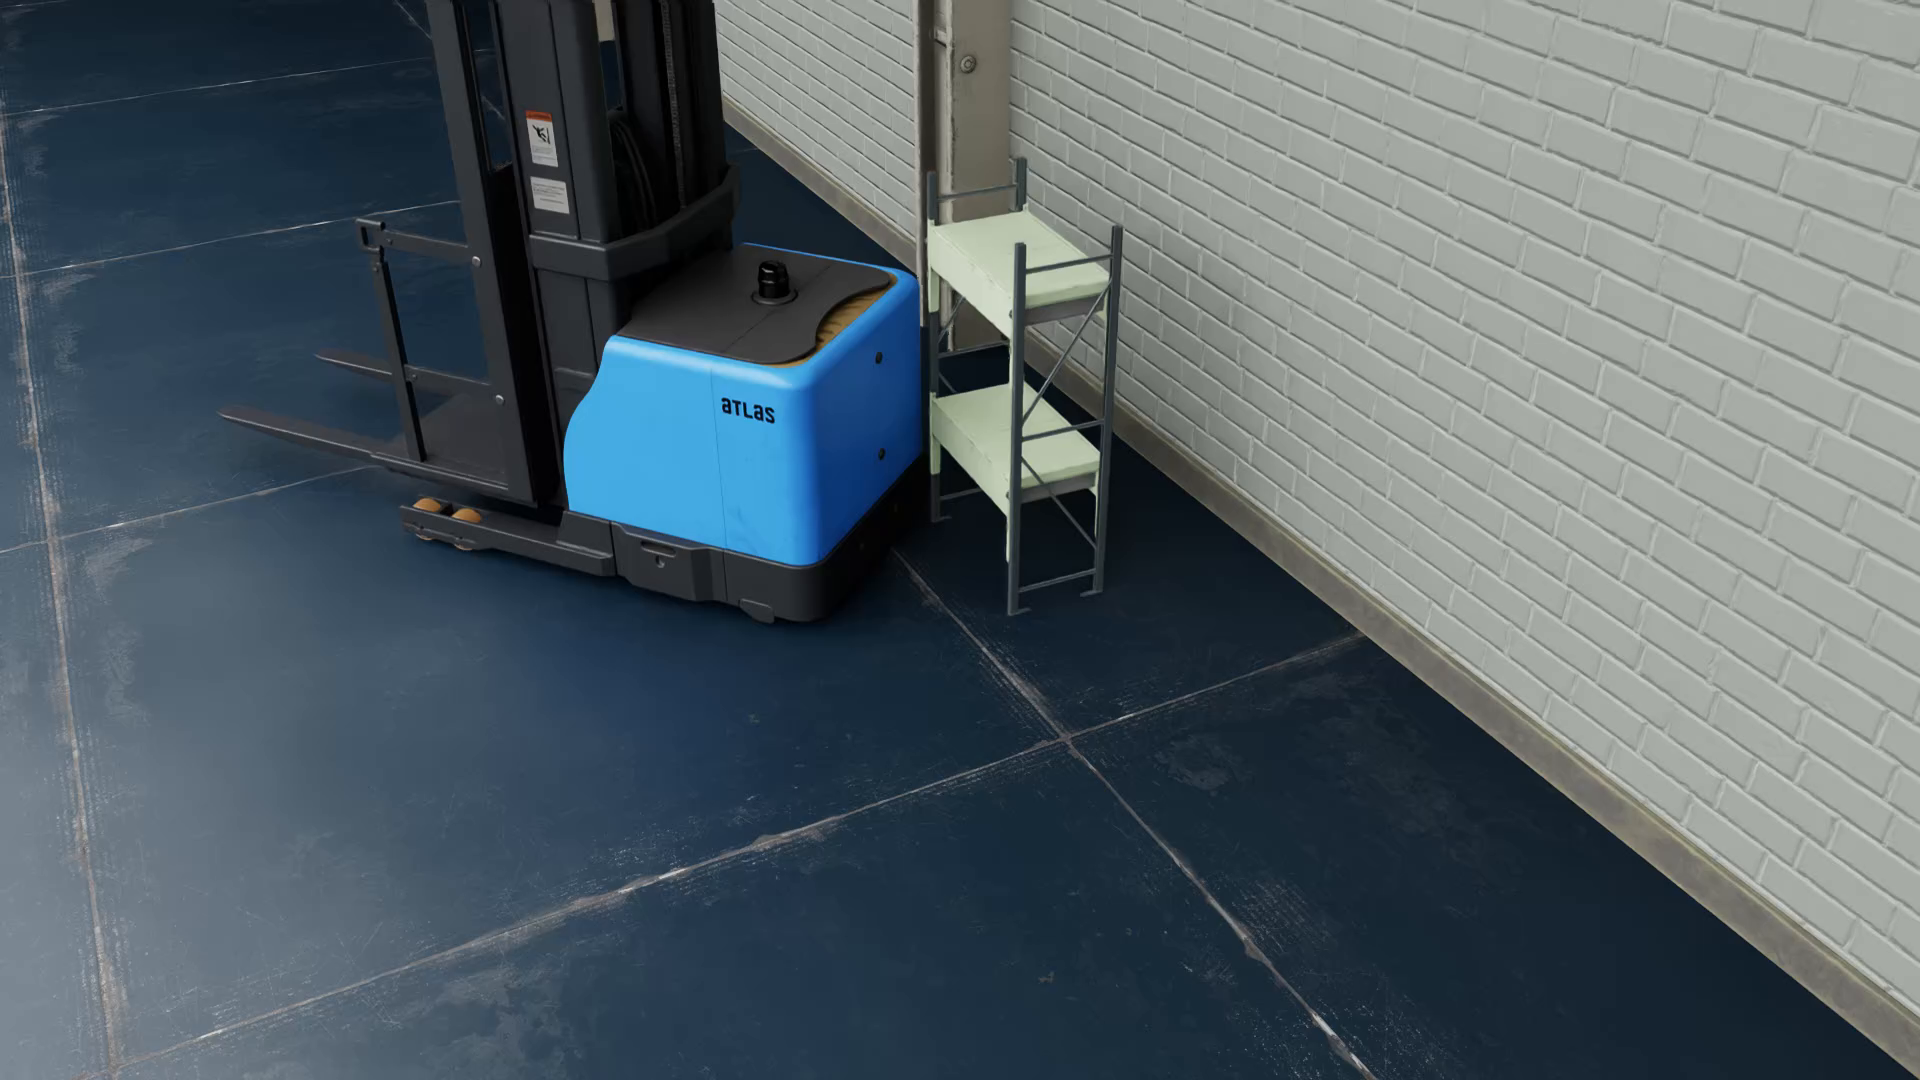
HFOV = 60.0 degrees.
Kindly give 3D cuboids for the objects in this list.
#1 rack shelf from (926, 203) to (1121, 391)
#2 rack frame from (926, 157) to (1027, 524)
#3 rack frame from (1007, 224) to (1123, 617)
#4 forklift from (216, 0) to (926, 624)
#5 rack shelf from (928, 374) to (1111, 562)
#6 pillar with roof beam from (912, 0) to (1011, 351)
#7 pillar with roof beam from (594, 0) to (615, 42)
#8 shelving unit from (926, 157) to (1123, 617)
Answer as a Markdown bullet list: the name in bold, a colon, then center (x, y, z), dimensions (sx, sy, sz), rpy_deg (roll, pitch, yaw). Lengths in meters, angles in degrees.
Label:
- **rack shelf**: center (0.215, -0.898, 6.037), dimensions (0.431, 0.370, 0.720), rpy_deg (-14, 35, -20)
- **rack frame**: center (0.064, -0.749, 6.528), dimensions (0.400, 1.500, 0.023), rpy_deg (-14, 35, -20)
- **rack frame**: center (0.367, -0.389, 5.967), dimensions (0.400, 1.500, 0.023), rpy_deg (-14, 35, -20)
- **forklift**: center (-1.703, -1.437, 6.277), dimensions (3.031, 2.935, 1.130), rpy_deg (13, 35, 20)
- **rack shelf**: center (0.215, -0.295, 6.424), dimensions (0.431, 0.370, 0.720), rpy_deg (-14, 35, -20)
- **pillar with roof beam**: center (-3.802, -3.757, 4.272), dimensions (9.100, 9.000, 0.400), rpy_deg (-16, 36, -23)
- **pillar with roof beam**: center (-6.599, -6.620, 8.741), dimensions (9.100, 9.000, 0.400), rpy_deg (-16, 36, -23)
- **shelving unit**: center (0.215, -0.569, 6.248), dimensions (0.431, 1.500, 0.755), rpy_deg (-14, 35, -20)
